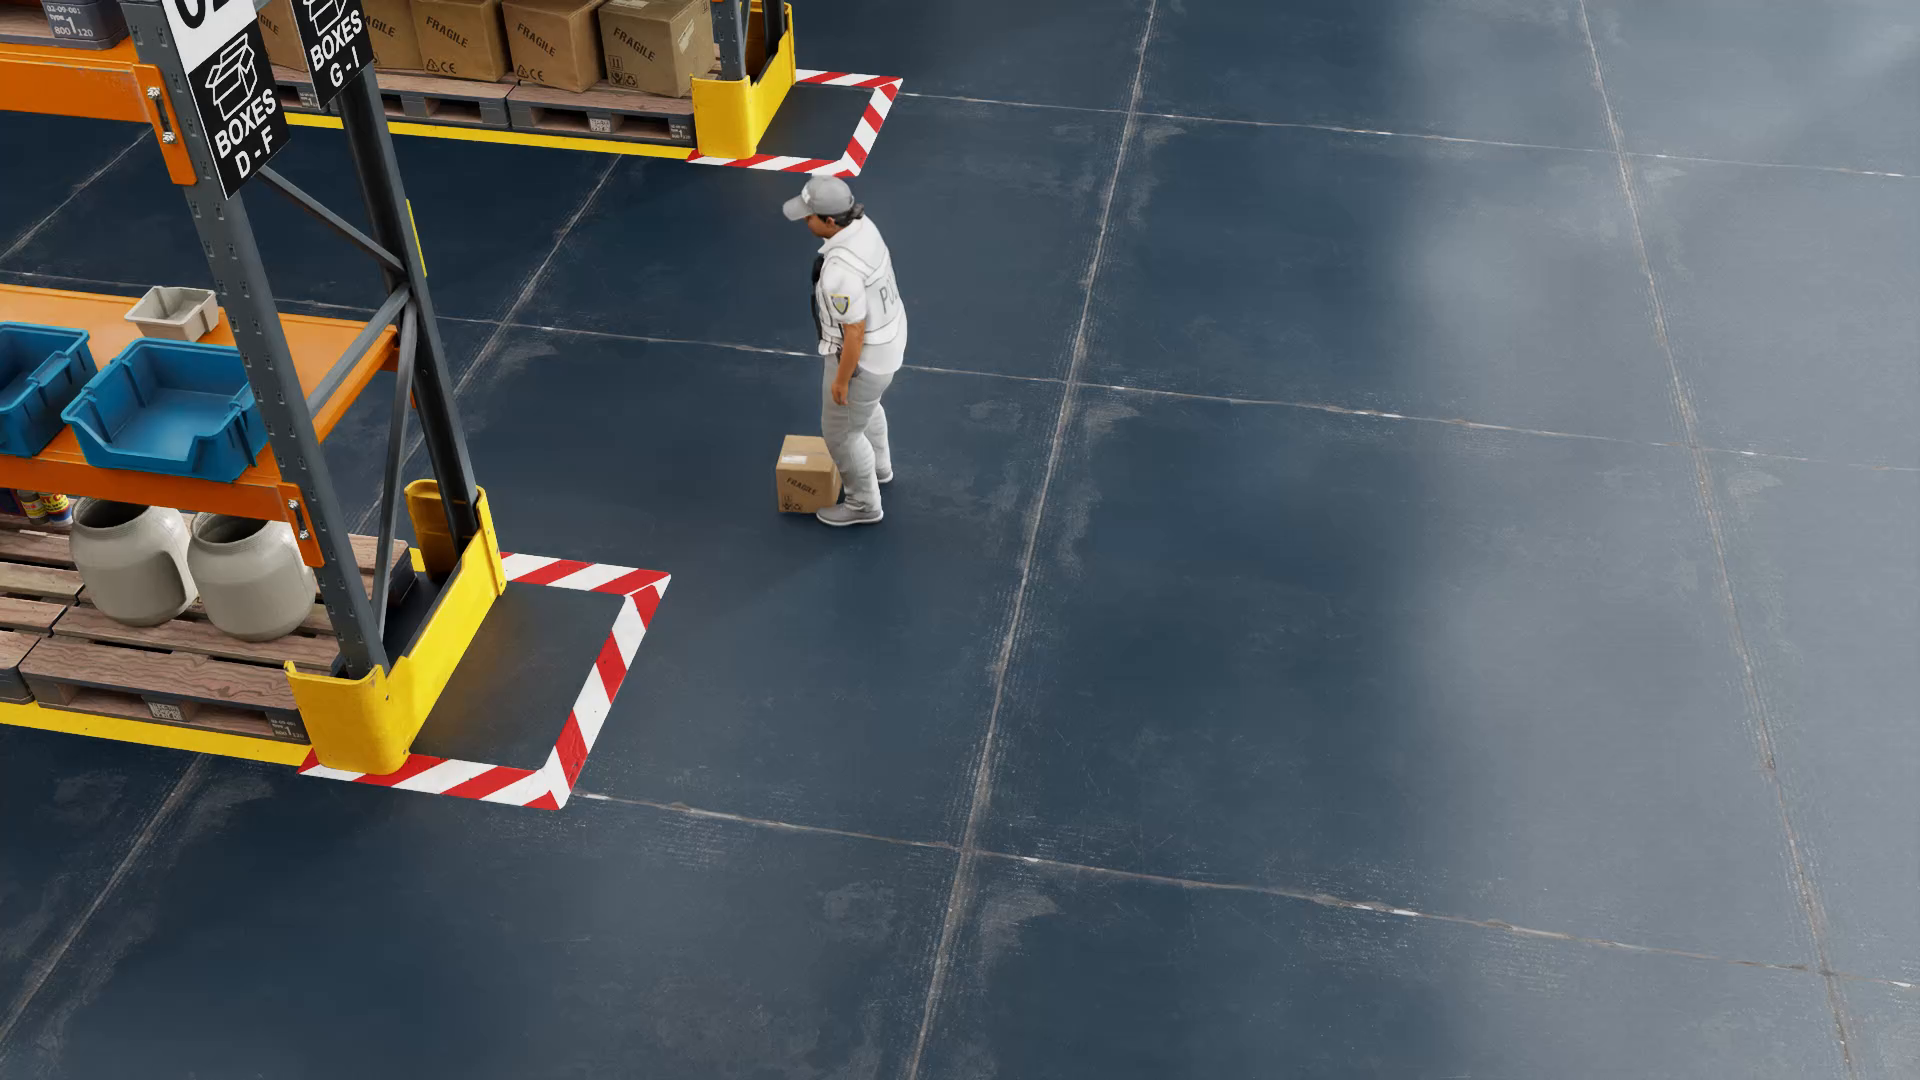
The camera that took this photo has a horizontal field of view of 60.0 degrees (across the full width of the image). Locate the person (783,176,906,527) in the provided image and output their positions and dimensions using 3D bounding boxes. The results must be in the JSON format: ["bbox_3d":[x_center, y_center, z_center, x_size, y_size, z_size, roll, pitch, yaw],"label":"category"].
[{"bbox_3d":[-0.468,-0.812,7.095,0.468,1.665,0.554,5,41,5],"label":"person"}]
